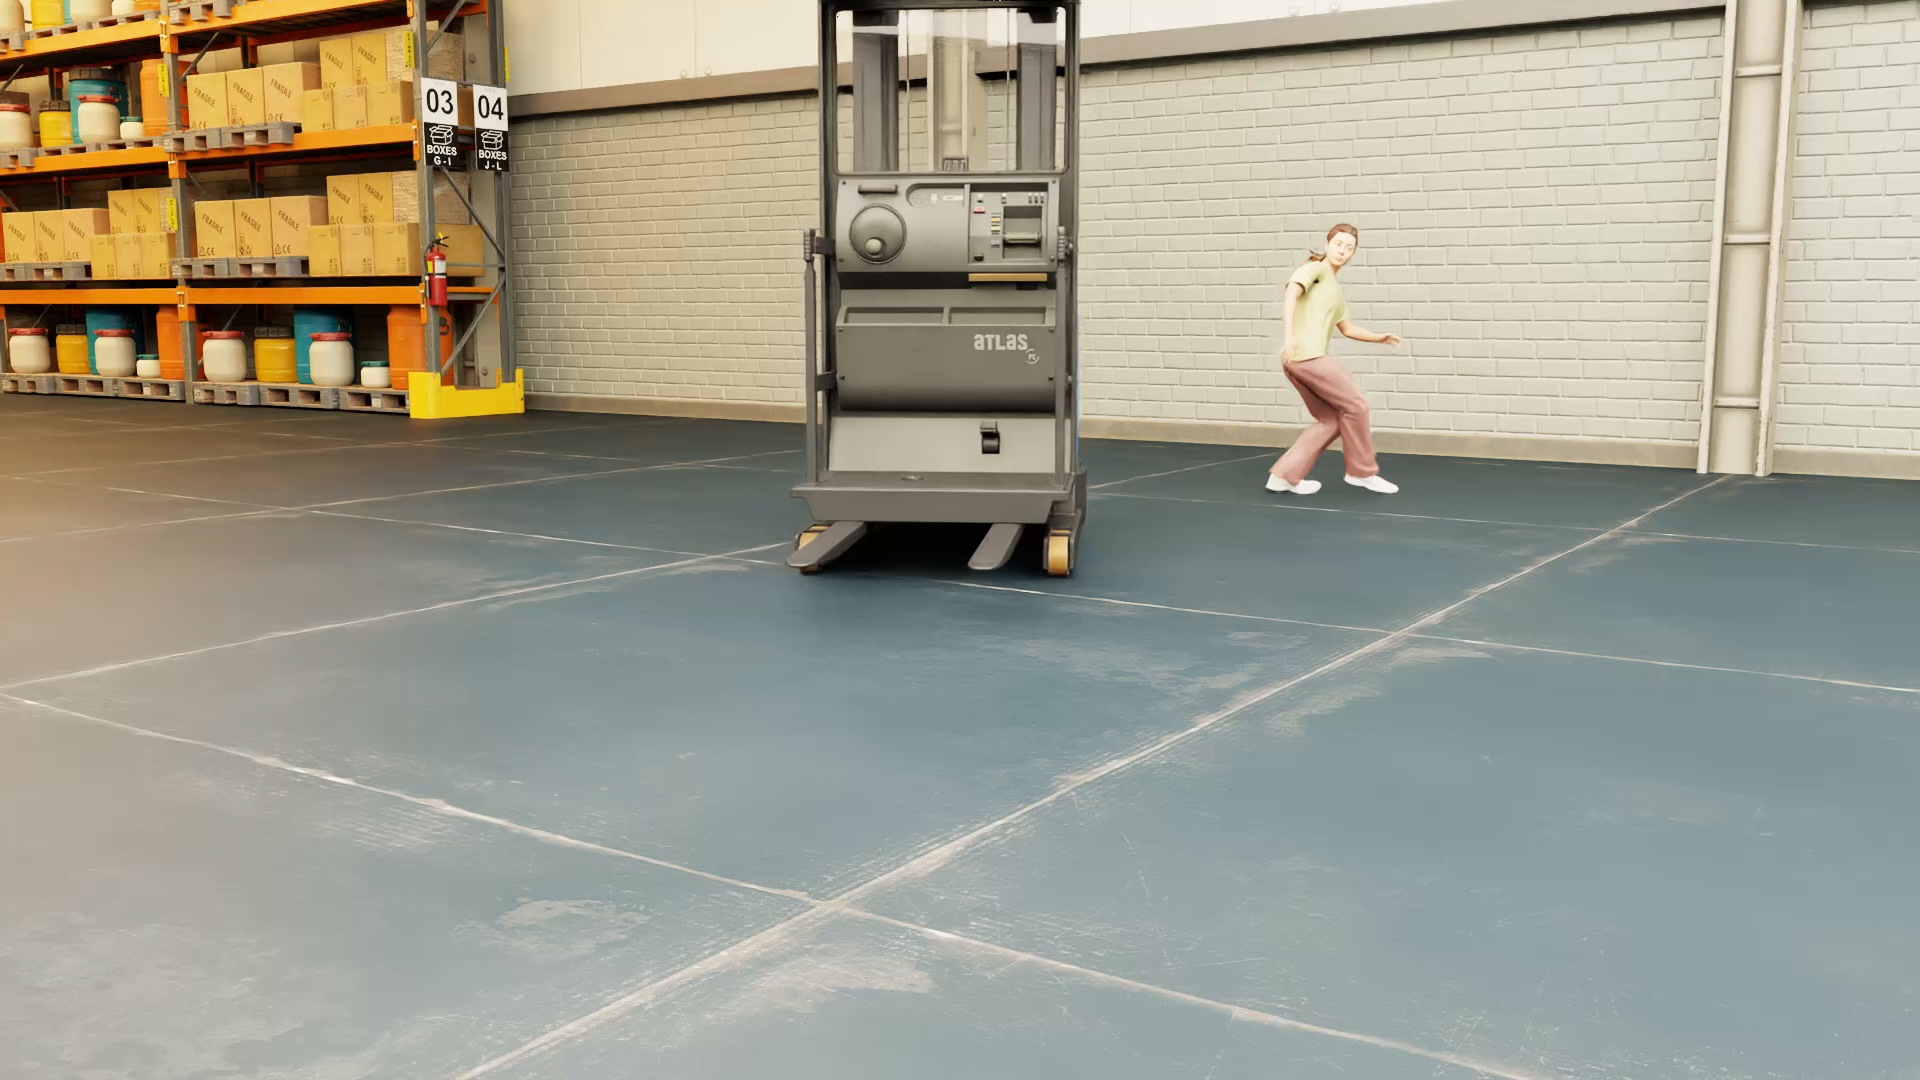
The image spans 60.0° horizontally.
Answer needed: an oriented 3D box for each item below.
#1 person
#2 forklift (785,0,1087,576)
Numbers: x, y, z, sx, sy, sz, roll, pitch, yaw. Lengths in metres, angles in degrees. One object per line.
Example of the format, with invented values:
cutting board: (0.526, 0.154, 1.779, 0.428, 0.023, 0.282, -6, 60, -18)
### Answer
person: (2.111, -1.005, 9.296, 0.749, 1.519, 0.695, 1, 8, 9)
forklift: (-0.072, -1.355, 6.722, 1.130, 2.935, 3.031, 1, 8, 6)
